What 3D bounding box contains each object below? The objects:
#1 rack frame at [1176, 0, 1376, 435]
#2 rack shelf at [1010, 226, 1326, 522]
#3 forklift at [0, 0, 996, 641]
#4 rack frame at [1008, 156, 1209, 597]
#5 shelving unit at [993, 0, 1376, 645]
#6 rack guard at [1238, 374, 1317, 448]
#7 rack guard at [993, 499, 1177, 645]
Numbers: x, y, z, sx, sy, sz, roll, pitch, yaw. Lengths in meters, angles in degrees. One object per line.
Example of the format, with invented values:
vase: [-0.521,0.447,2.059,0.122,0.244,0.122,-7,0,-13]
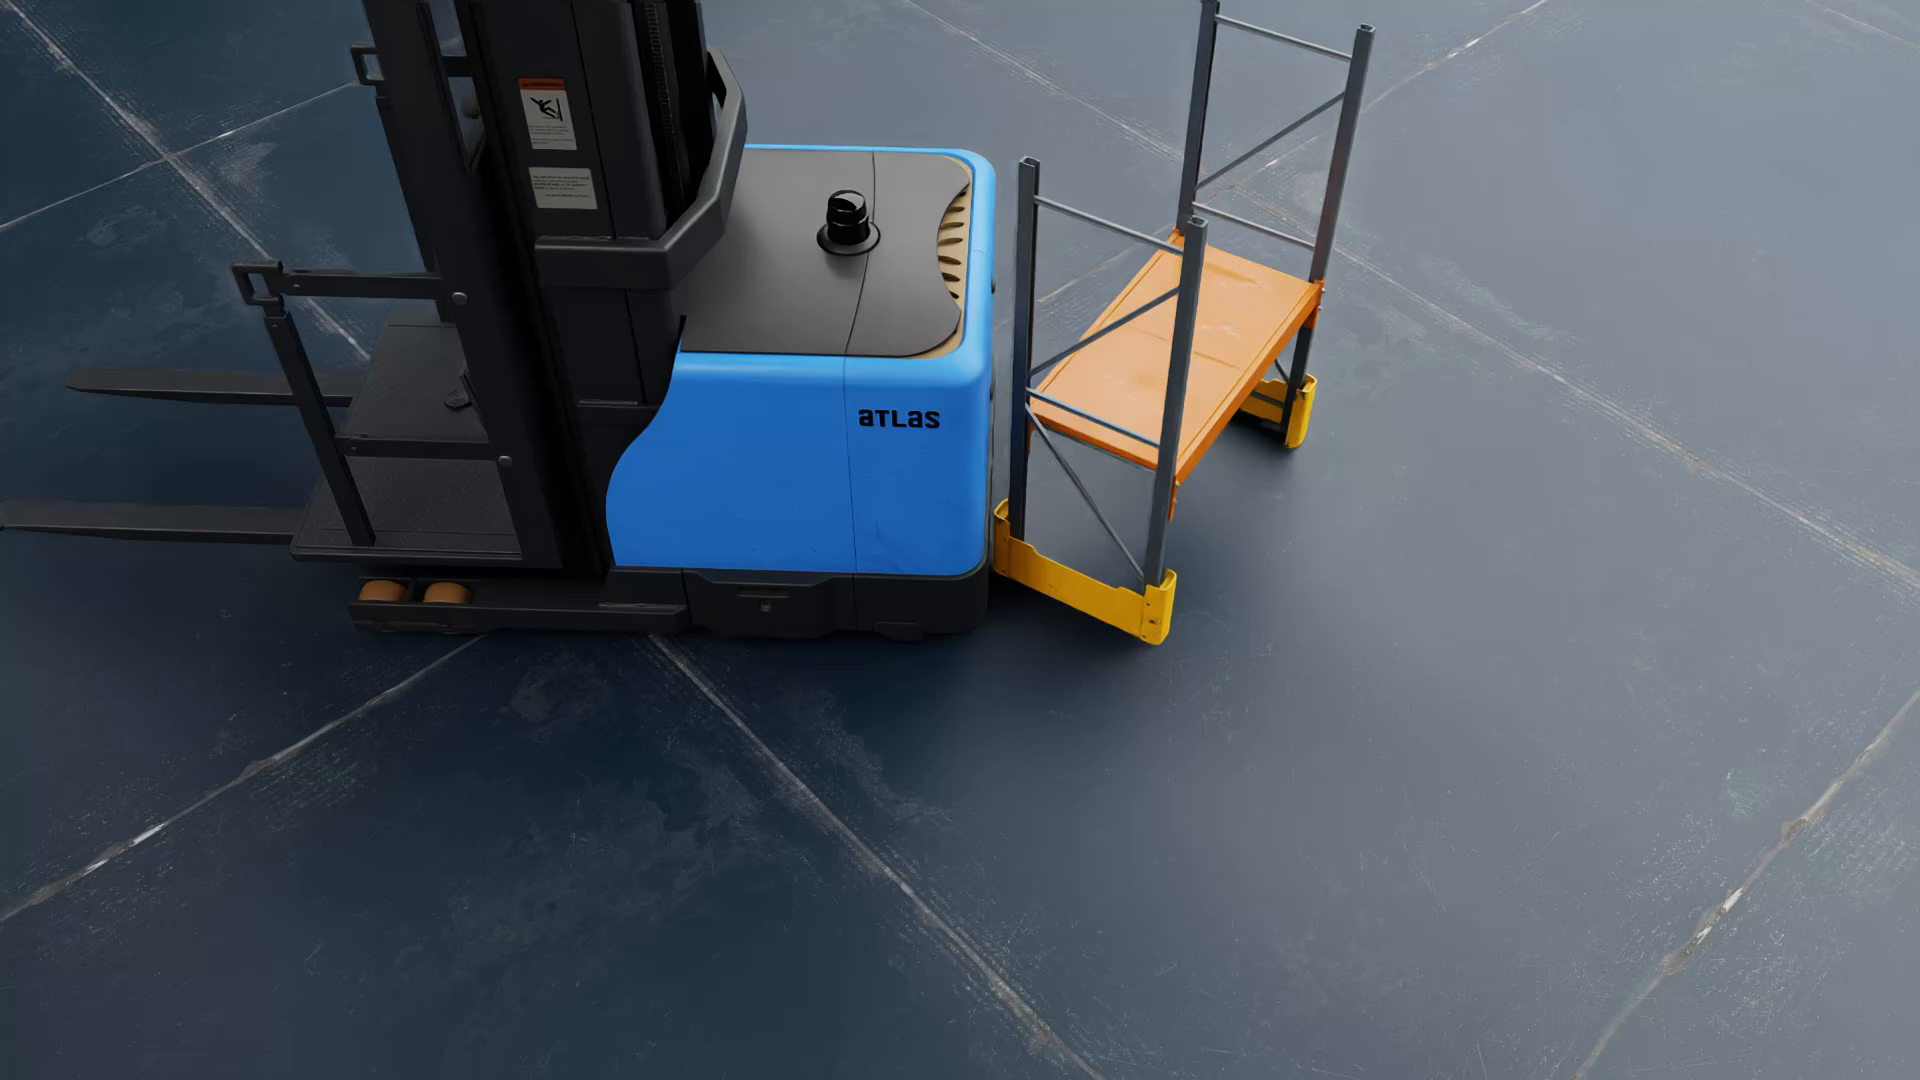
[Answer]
rack frame: [0.903,-0.962,5.117,0.500,1.500,0.032,25,52,21]
rack shelf: [0.634,-0.523,4.957,0.538,0.185,1.000,25,52,21]
forklift: [-1.416,-1.098,4.269,3.031,2.935,1.130,2,47,2]
rack frame: [0.364,-0.328,4.532,0.500,1.500,0.032,25,52,21]
shelving unit: [0.629,-0.639,4.819,0.587,1.500,1.083,25,52,21]
rack guard: [0.893,-0.526,5.565,0.587,0.250,0.087,25,52,21]
rack guard: [0.365,0.095,4.992,0.587,0.250,0.087,25,52,21]
